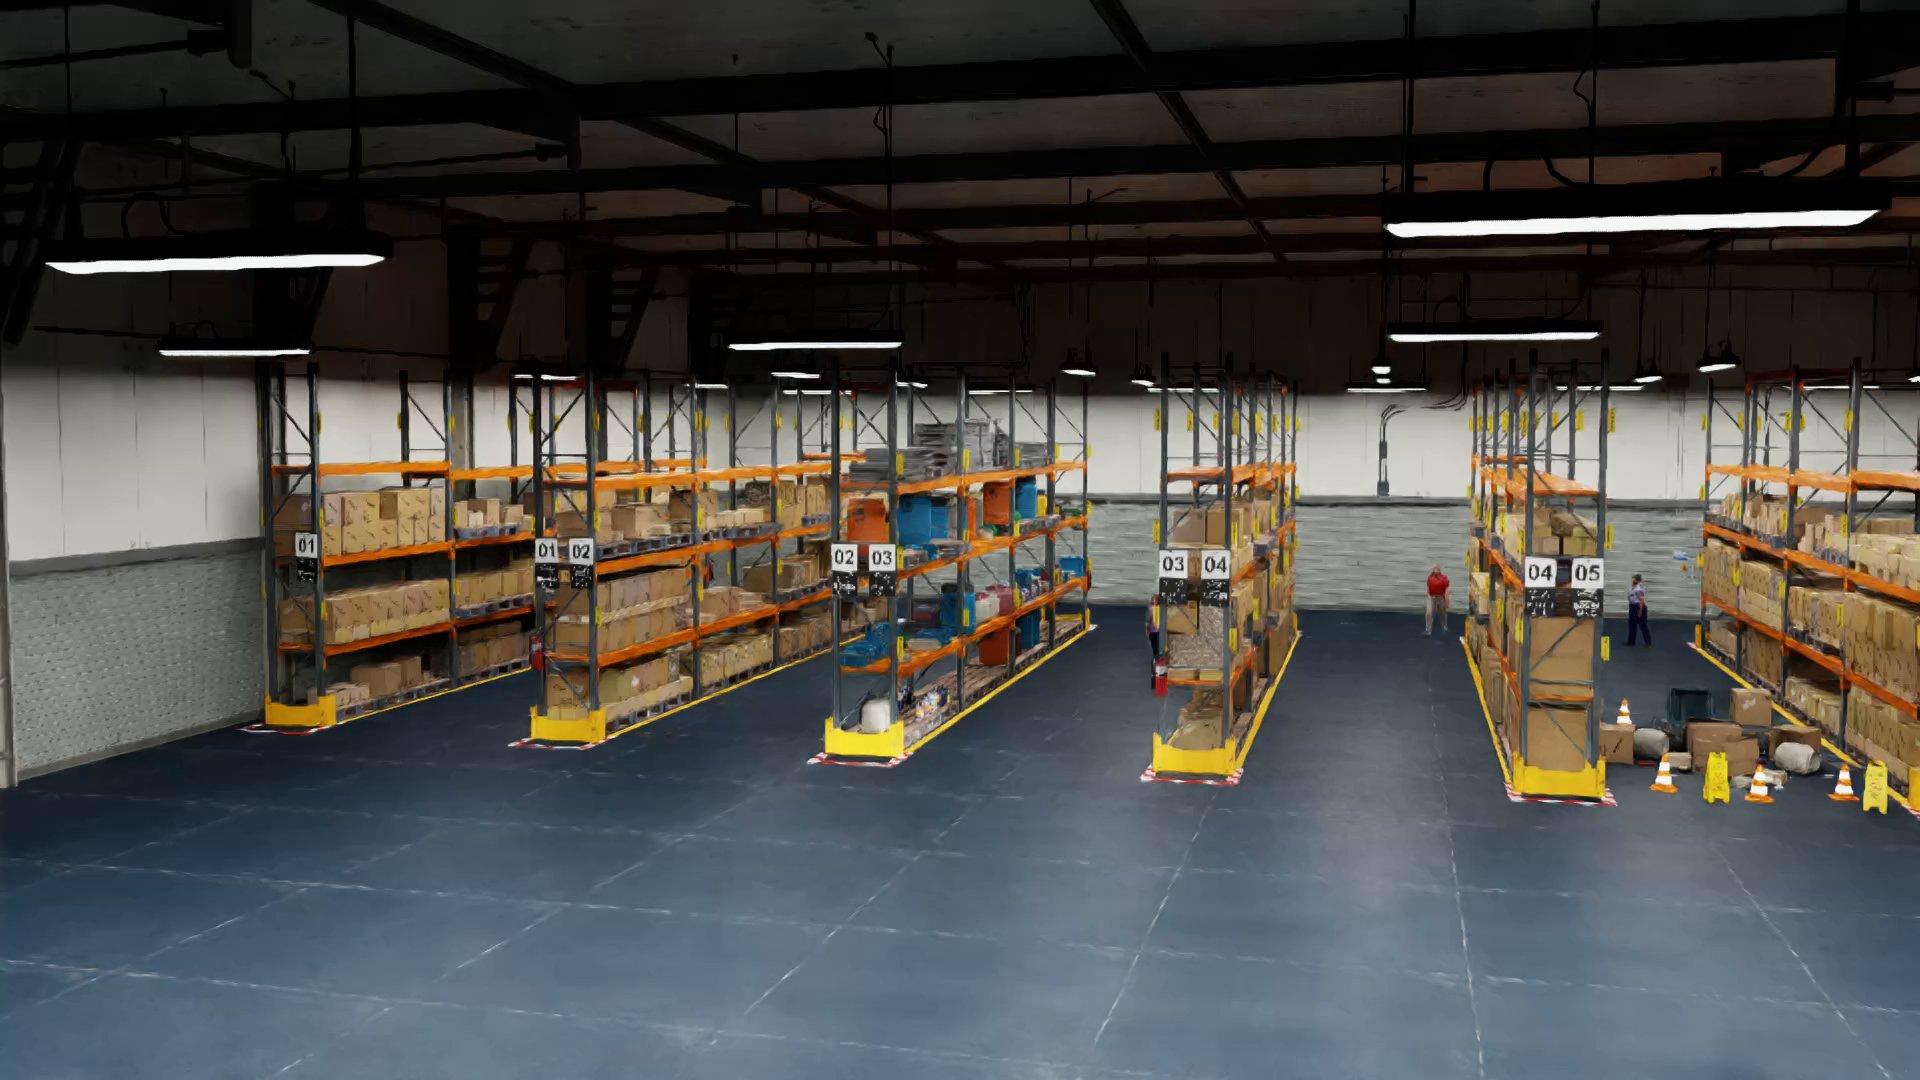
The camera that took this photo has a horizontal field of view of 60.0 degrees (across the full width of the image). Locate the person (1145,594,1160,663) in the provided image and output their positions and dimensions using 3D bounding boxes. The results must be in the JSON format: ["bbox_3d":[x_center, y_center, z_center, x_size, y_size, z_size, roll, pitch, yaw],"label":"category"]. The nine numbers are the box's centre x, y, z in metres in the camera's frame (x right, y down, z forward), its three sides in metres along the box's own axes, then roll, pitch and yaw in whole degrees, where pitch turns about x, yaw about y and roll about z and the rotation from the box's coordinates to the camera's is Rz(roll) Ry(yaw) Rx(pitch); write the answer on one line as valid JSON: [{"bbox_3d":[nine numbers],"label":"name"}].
[{"bbox_3d":[3.991,1.840,33.978,0.414,1.517,1.037,1,4,17],"label":"person"}]

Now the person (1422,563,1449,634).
[{"bbox_3d":[11.319,1.388,39.390,0.567,1.677,0.942,2,5,31],"label":"person"}]

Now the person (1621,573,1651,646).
[{"bbox_3d":[15.224,1.562,37.325,0.534,1.646,0.607,0,4,-2],"label":"person"}]
